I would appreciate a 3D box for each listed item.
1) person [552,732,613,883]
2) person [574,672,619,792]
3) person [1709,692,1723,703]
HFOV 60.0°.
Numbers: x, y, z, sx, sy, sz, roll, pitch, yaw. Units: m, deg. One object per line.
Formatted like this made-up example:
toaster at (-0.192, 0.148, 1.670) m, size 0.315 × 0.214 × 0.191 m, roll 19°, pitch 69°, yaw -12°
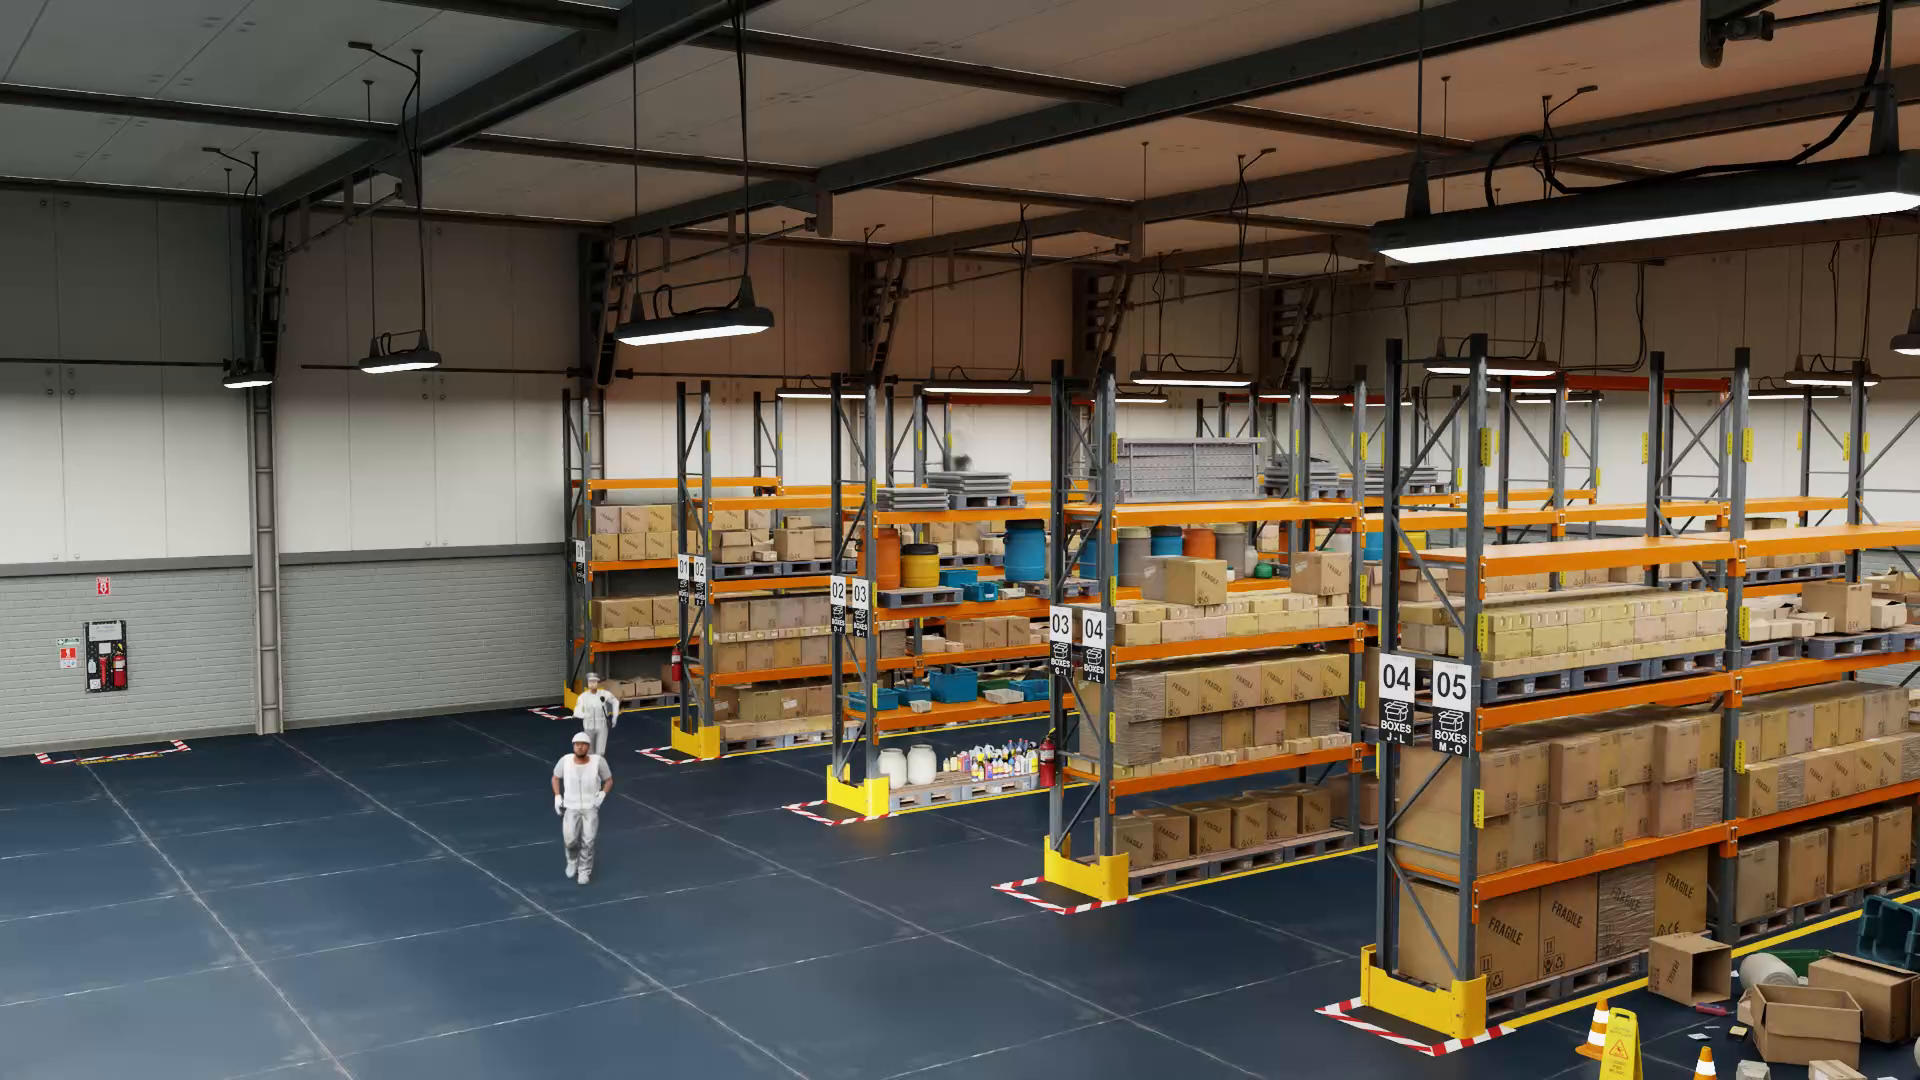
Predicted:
person at (-4.318, 3.067, 19.023) m, size 0.690 × 1.744 × 0.581 m, roll -1°, pitch 4°, yaw -10°
person at (-5.285, 2.765, 24.199) m, size 0.620 × 1.732 × 0.913 m, roll 0°, pitch 4°, yaw -3°
person at (10.296, 2.887, 22.725) m, size 0.802 × 1.689 × 0.535 m, roll -3°, pitch 5°, yaw -41°
